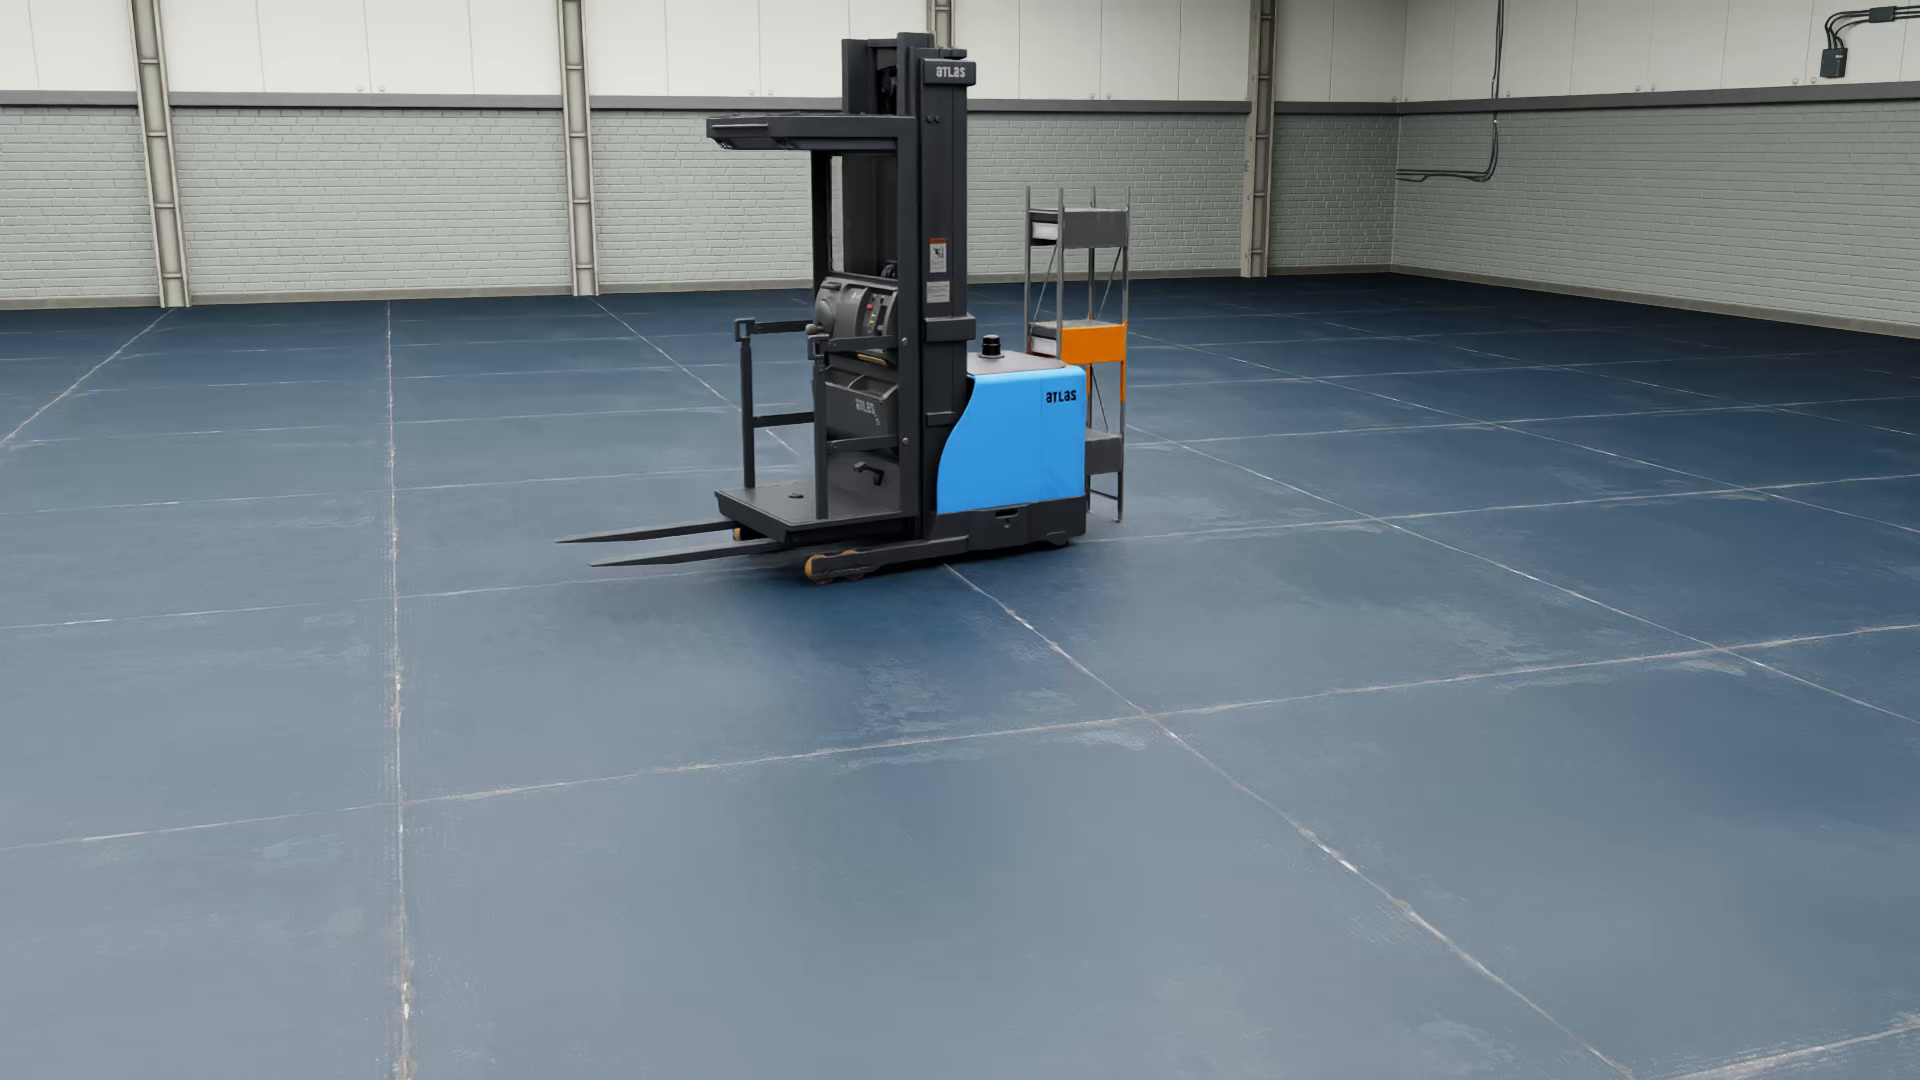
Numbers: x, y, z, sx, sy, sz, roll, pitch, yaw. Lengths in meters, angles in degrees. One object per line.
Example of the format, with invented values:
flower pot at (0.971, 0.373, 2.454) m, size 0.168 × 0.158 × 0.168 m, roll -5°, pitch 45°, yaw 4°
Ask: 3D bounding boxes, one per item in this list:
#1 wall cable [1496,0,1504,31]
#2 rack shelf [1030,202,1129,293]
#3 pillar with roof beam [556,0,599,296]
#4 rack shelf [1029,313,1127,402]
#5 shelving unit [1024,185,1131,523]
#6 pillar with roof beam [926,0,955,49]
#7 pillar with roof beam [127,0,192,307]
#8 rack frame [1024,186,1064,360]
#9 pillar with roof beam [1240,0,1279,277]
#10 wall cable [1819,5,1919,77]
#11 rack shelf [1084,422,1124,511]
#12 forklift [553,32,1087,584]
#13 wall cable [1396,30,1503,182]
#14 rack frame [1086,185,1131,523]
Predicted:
wall cable at (9.442, -9.478, 26.338) m, size 0.112 × 2.526 × 3.097 m, roll -4°, pitch 14°, yaw -18°
rack shelf at (0.720, -1.809, 10.244) m, size 0.480 × 0.518 × 0.431 m, roll -8°, pitch 15°, yaw -29°
pillar with roof beam at (-4.635, -7.367, 21.670) m, size 0.400 × 9.000 × 9.100 m, roll -4°, pitch 14°, yaw -18°
rack shelf at (0.720, -1.128, 10.406) m, size 0.480 × 0.518 × 0.431 m, roll -8°, pitch 15°, yaw -29°
shelving unit at (0.720, -1.141, 10.403) m, size 0.503 × 2.100 × 0.431 m, roll -8°, pitch 15°, yaw -29°
pillar with roof beam at (1.052, -7.810, 23.531) m, size 0.400 × 9.000 × 9.100 m, roll -4°, pitch 14°, yaw -18°
pillar with roof beam at (-10.322, -6.925, 19.808) m, size 0.400 × 9.000 × 9.100 m, roll -4°, pitch 14°, yaw -18°
rack frame at (0.509, -1.113, 10.283) m, size 0.015 × 2.100 × 0.400 m, roll -8°, pitch 15°, yaw -29°
pillar with roof beam at (6.738, -8.253, 25.393) m, size 0.400 × 9.000 × 9.100 m, roll -4°, pitch 14°, yaw -18°
wall cable at (11.592, -8.696, 19.905) m, size 0.169 × 6.003 × 2.305 m, roll -4°, pitch 14°, yaw -18°
rack shelf at (0.720, -0.447, 10.568) m, size 0.480 × 0.518 × 0.431 m, roll -8°, pitch 15°, yaw -29°
forklift at (-0.774, -1.321, 9.362) m, size 3.031 × 2.935 × 1.130 m, roll -8°, pitch 15°, yaw -29°
wall cable at (8.579, -7.614, 29.417) m, size 0.112 × 2.526 × 3.097 m, roll -4°, pitch 14°, yaw -18°
rack frame at (0.930, -1.170, 10.523) m, size 0.015 × 2.100 × 0.400 m, roll -8°, pitch 15°, yaw -29°
